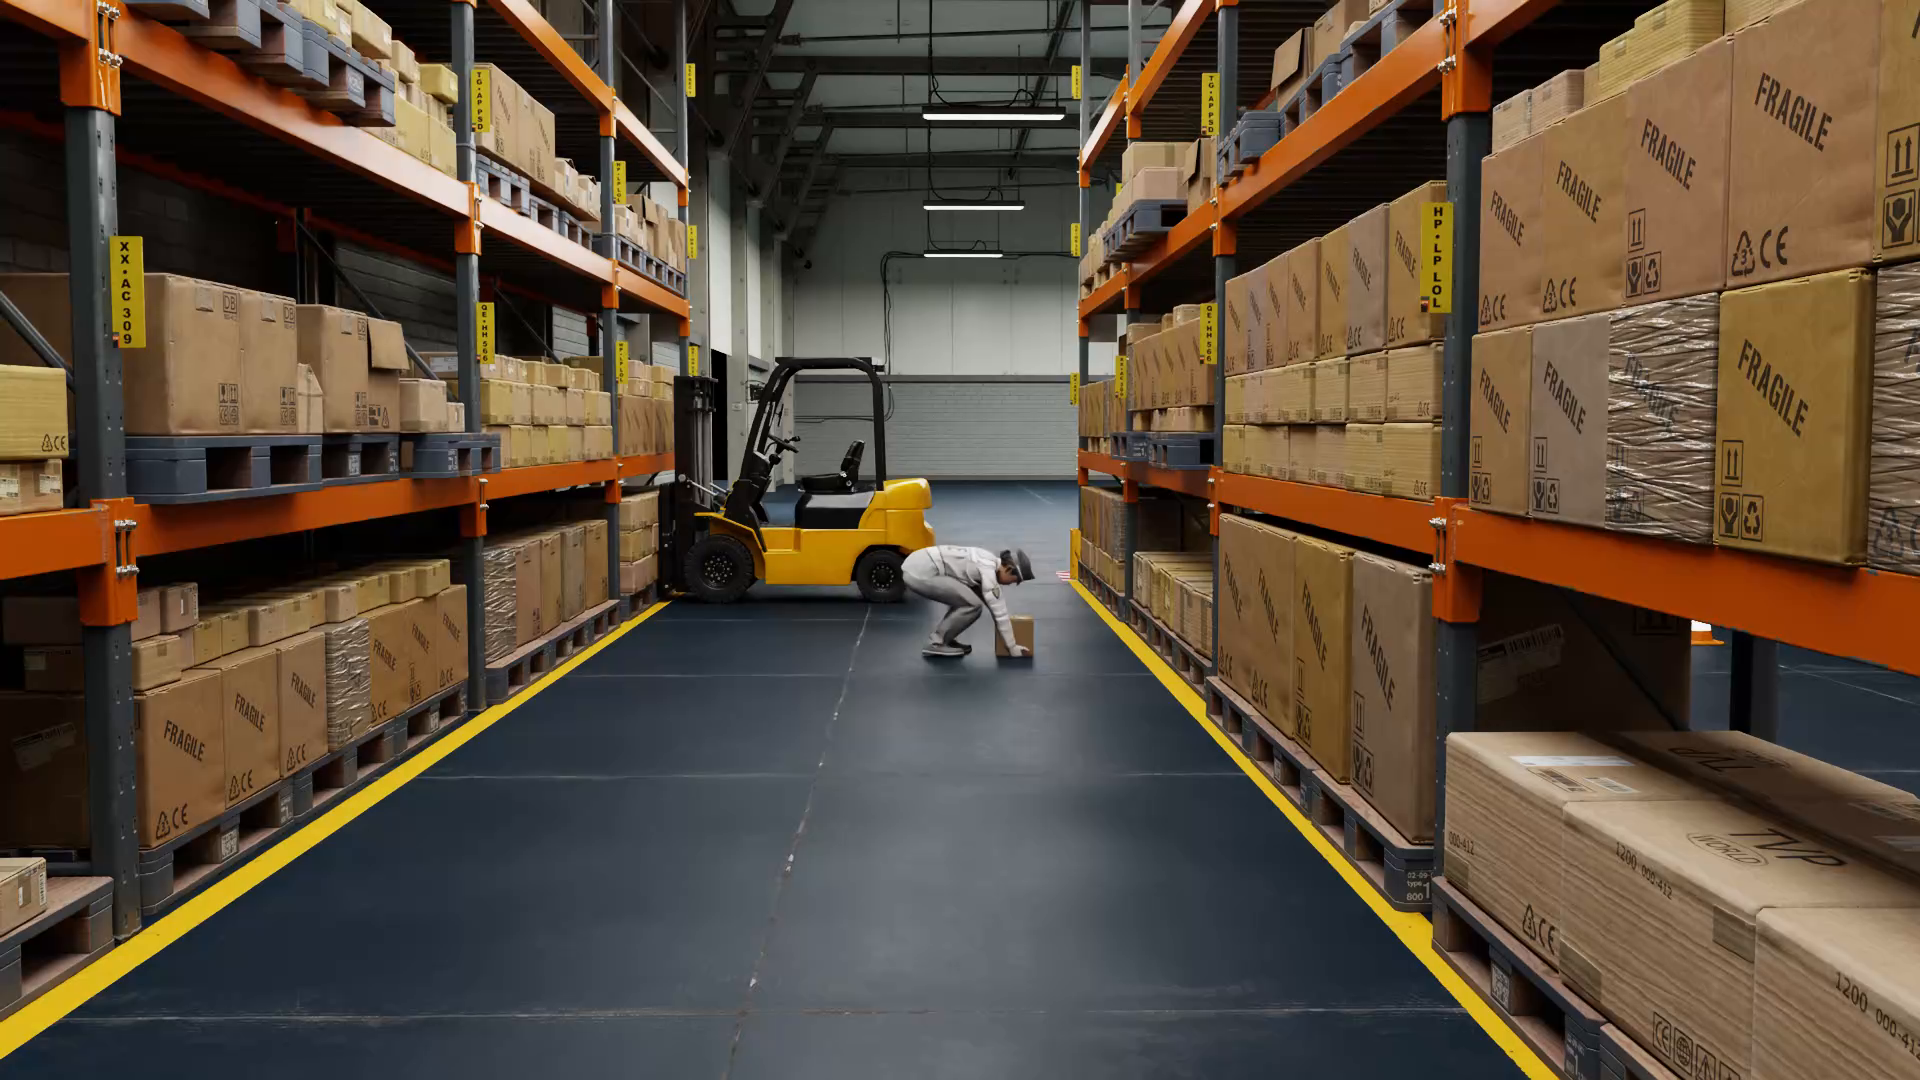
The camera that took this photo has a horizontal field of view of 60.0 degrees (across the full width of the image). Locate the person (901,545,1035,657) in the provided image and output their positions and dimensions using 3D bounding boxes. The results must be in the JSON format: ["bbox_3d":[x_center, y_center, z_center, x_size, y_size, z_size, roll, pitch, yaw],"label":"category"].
[{"bbox_3d":[0.057,0.415,11.300,0.913,0.759,0.444,0,4,-3],"label":"person"}]
